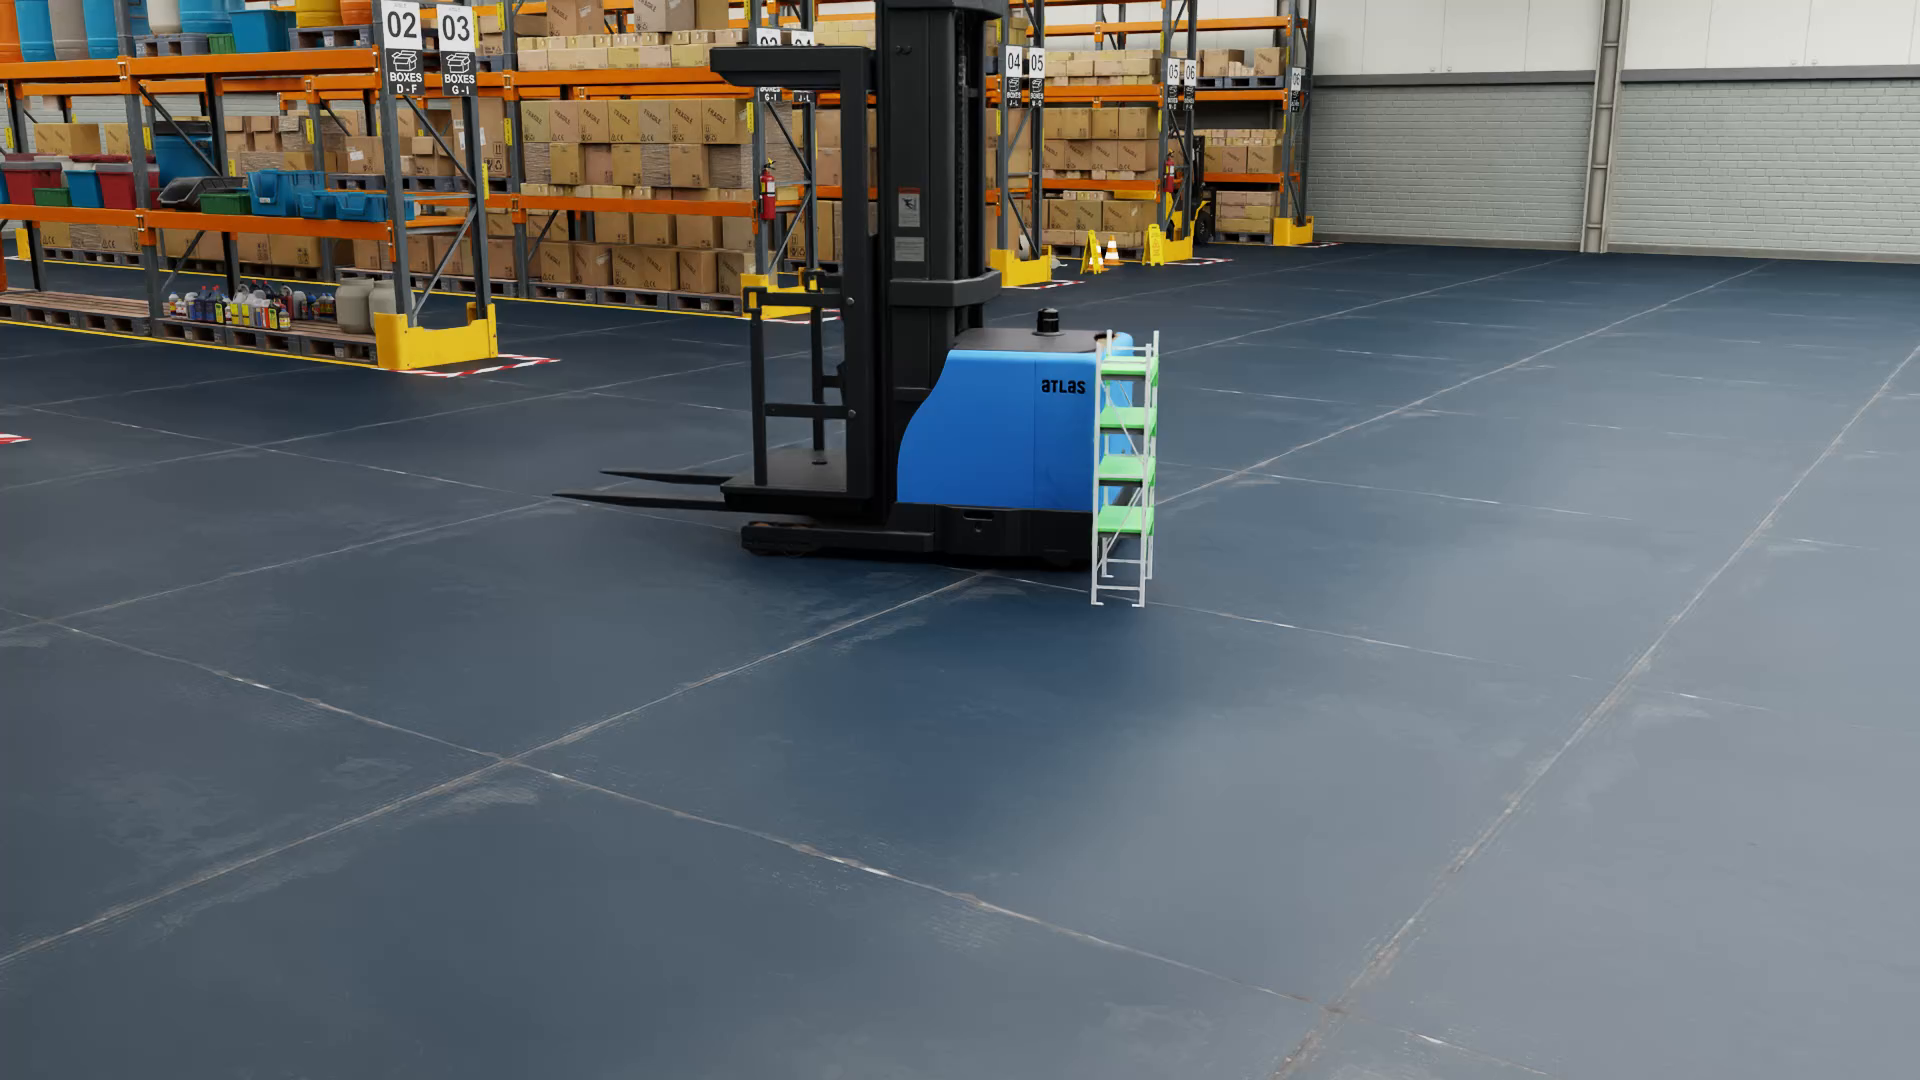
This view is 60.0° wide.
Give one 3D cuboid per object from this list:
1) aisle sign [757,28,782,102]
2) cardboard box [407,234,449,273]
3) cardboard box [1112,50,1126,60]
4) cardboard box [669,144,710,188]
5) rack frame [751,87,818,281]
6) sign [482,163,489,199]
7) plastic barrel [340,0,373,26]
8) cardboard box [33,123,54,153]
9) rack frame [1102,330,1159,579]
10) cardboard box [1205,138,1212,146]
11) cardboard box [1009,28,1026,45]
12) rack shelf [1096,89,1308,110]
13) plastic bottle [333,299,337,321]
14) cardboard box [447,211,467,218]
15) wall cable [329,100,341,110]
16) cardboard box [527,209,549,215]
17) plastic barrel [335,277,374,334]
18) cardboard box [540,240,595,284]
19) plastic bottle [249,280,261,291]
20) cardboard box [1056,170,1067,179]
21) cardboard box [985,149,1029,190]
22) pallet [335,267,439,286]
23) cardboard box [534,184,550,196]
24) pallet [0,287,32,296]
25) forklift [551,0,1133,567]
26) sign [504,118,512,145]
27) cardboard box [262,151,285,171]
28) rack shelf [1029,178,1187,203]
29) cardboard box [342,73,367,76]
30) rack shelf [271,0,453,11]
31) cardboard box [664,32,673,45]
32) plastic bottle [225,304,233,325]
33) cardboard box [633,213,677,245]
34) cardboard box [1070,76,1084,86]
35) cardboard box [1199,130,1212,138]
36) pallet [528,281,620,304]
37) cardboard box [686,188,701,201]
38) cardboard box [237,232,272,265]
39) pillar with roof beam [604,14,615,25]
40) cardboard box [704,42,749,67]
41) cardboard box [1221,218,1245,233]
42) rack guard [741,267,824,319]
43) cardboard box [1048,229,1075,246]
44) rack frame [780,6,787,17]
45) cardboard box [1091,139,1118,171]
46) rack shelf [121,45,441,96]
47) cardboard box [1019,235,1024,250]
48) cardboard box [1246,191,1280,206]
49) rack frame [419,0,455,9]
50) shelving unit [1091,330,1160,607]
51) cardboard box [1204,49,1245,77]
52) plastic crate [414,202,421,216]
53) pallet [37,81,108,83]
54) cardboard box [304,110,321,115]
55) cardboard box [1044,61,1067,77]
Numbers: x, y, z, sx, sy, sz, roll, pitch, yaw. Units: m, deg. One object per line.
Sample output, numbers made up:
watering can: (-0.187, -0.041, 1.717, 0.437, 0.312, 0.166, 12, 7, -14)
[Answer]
aisle sign: (-2.129, -5.302, 18.590, 0.004, 0.787, 0.394, 9, 17, 33)
cardboard box: (-7.143, -3.949, 22.820, 0.500, 0.500, 0.700, 11, 18, 37)
cardboard box: (2.657, -7.865, 26.973, 0.250, 0.149, 0.380, 9, 16, 32)
cardboard box: (-2.936, -4.424, 19.624, 0.500, 0.500, 0.875, 9, 17, 33)
rack frame: (-2.013, -4.108, 19.178, 0.127, 3.000, 1.000, 9, 17, 33)
sign: (-4.467, -3.364, 15.596, 0.005, 0.325, 0.100, 9, 17, 33)
plastic barrel: (-5.252, -5.029, 14.887, 0.708, 0.830, 0.600, 9, 17, 33)
cardboard box: (-14.627, -6.505, 26.989, 0.500, 0.500, 0.500, 9, 16, 31)
rack frame: (0.809, -0.398, 7.934, 0.240, 1.200, 0.015, 3, 14, 10)
cardboard box: (4.762, -7.596, 31.707, 0.250, 0.149, 0.380, 9, 17, 33)
cardboard box: (0.581, -6.980, 23.145, 0.500, 0.250, 0.500, 9, 17, 33)
rack shelf: (4.625, -8.450, 31.969, 4.000, 0.370, 1.077, 9, 17, 33)
plastic bottle: (-6.286, -2.355, 16.832, 0.133, 0.283, 0.061, 10, 17, 34)
cardboard box: (-8.654, -5.532, 29.255, 0.500, 0.500, 0.500, 10, 17, 35)
wall cable: (-14.451, -9.490, 38.738, 0.123, 1.953, 0.585, 9, 17, 33)
cardboard box: (-6.938, -5.616, 28.036, 0.500, 0.250, 0.500, 9, 17, 34)
plastic barrel: (-5.782, -2.257, 16.003, 0.421, 0.512, 0.421, 0, 14, 0)
cardboard box: (-5.023, -3.574, 21.345, 0.500, 0.500, 0.500, 9, 16, 31)
plastic bottle: (-7.402, -2.556, 17.504, 0.185, 0.351, 0.144, 9, 16, 31)
cardboard box: (1.830, -6.179, 28.064, 0.250, 0.149, 0.380, 9, 17, 33)
cardboard box: (0.505, -5.197, 23.264, 0.550, 0.550, 0.875, 9, 17, 33)
pallet: (-8.004, -3.723, 23.422, 1.213, 0.211, 1.003, 9, 17, 33)
cardboard box: (-5.122, -4.398, 20.870, 0.250, 0.149, 0.380, 9, 17, 33)
pallet: (-12.093, -2.938, 20.251, 1.213, 0.211, 1.003, 9, 17, 33)
forklift: (-0.644, -1.453, 8.595, 3.031, 2.935, 1.130, 3, 14, 12)
sign: (-5.639, -5.096, 20.756, 0.005, 0.325, 0.100, 9, 17, 33)
cardboard box: (-9.610, -5.315, 23.842, 0.500, 0.500, 0.500, 9, 17, 32)
rack shelf: (1.858, -6.003, 28.330, 4.000, 0.370, 1.077, 9, 17, 33)
cardboard box: (-7.978, -6.382, 22.431, 0.500, 0.250, 0.500, 10, 17, 34)
rack shelf: (-10.778, -9.523, 30.068, 4.000, 0.370, 1.077, 9, 17, 33)
cardboard box: (-3.214, -5.820, 19.333, 0.250, 0.149, 0.380, 9, 17, 33)
plastic bottle: (-7.280, -2.254, 16.592, 0.097, 0.201, 0.097, 0, 14, 0)
cardboard box: (-4.617, -5.052, 26.798, 0.750, 0.750, 1.050, 9, 17, 34)
cardboard box: (2.018, -7.588, 27.514, 0.250, 0.149, 0.380, 9, 16, 31)
cardboard box: (4.755, -7.740, 31.669, 0.250, 0.149, 0.380, 10, 17, 34)
pallet: (-4.755, -3.208, 21.344, 1.213, 0.211, 1.003, 9, 17, 33)
cardboard box: (-3.007, -4.077, 19.574, 0.250, 0.149, 0.380, 9, 17, 33)
cardboard box: (-9.948, -4.572, 24.596, 0.875, 0.875, 1.225, 9, 17, 33)
pillar with roof beam: (-11.129, -11.815, 37.826, 0.400, 9.000, 9.100, 9, 17, 33)
cardboard box: (-2.555, -5.506, 18.892, 0.500, 0.250, 0.500, 10, 17, 34)
cardboard box: (5.311, -6.012, 31.717, 0.500, 0.250, 0.500, 9, 17, 33)
rack guard: (-2.076, -2.905, 19.519, 0.348, 0.500, 1.175, 9, 17, 33)
cardboard box: (1.834, -5.148, 28.227, 0.500, 0.250, 0.500, 8, 16, 31)
rack frame: (-3.673, -11.596, 36.940, 0.127, 3.000, 1.000, 9, 17, 33)
cardboard box: (2.500, -6.363, 27.459, 0.500, 0.500, 0.500, 9, 17, 33)
rack shelf: (-6.437, -4.496, 15.998, 4.000, 0.370, 1.077, 9, 17, 33)
cardboard box: (0.647, -4.603, 26.372, 0.637, 0.503, 0.797, -1, 14, -6)
cardboard box: (5.728, -6.429, 31.318, 0.500, 0.250, 0.500, 10, 17, 35)
rack frame: (-9.119, -9.605, 28.898, 0.127, 3.000, 1.000, 9, 17, 33)
shelving unit: (0.765, -0.340, 7.701, 0.258, 1.200, 0.503, 3, 14, 10)
cardboard box: (4.987, -9.000, 31.404, 0.500, 0.500, 0.700, 9, 17, 33)
plastic crate: (-5.341, -3.177, 15.964, 0.250, 0.136, 0.298, 9, 17, 33)
pallet: (-14.668, -7.570, 27.102, 1.213, 0.211, 1.003, 9, 17, 33)
cardboard box: (-11.791, -7.728, 30.893, 0.500, 0.500, 0.500, 10, 17, 34)
cardboard box: (1.672, -7.831, 27.664, 0.500, 0.250, 0.500, 9, 17, 33)
